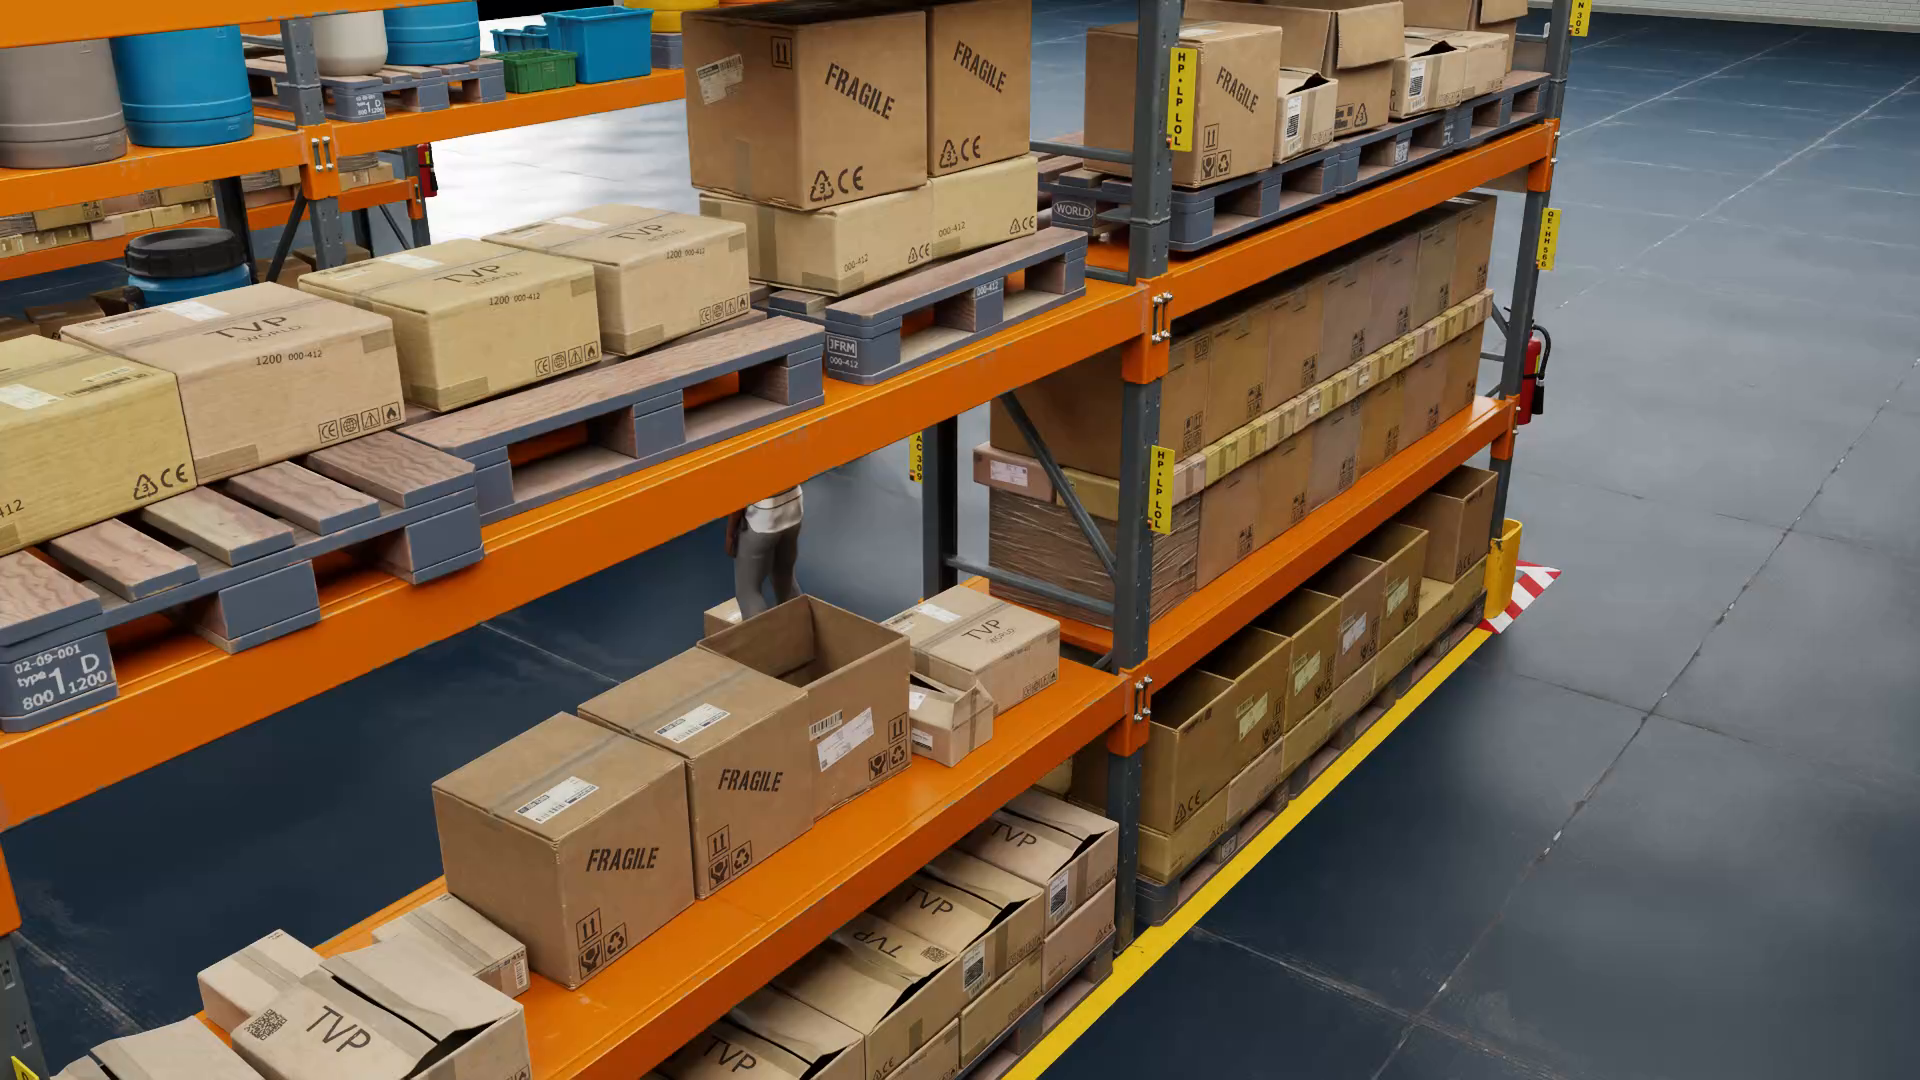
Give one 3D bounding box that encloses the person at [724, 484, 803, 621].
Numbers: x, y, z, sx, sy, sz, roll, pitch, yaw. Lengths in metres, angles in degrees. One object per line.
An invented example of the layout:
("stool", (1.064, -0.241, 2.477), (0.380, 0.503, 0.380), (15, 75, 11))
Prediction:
("person", (-1.039, -0.091, 8.807), (0.392, 1.659, 0.505), (17, 29, 34))
